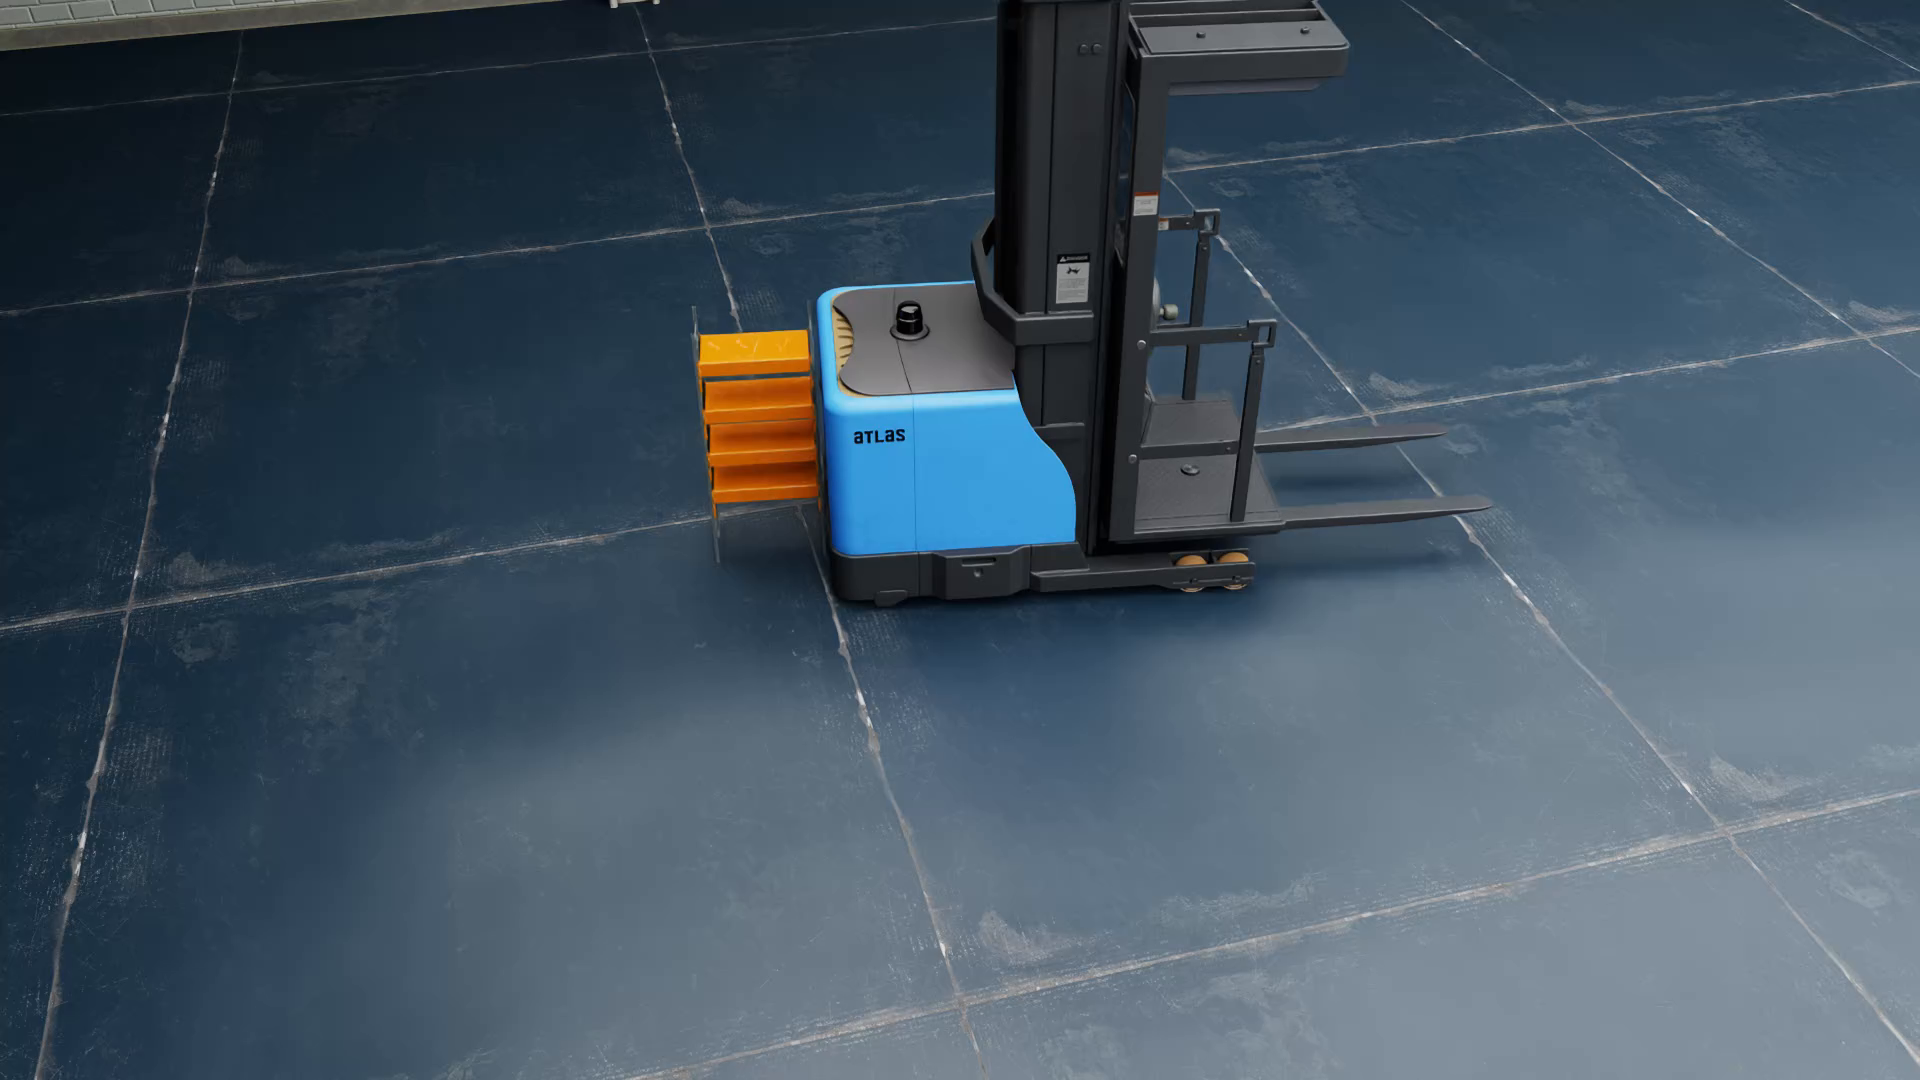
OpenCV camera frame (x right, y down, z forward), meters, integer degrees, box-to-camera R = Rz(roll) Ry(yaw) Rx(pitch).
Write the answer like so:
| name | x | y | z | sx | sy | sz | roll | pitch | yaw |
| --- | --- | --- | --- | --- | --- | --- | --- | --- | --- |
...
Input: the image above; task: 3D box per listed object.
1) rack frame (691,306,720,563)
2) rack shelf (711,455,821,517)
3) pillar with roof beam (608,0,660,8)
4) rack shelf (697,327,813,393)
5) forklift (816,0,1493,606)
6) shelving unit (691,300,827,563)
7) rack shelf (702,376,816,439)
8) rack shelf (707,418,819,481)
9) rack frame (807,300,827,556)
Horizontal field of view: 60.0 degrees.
| name | x | y | z | sx | sy | sz | roll | pitch | yaw |
| --- | --- | --- | --- | --- | --- | --- | --- | --- | --- |
| rack frame | -1.119 | -0.445 | 7.344 | 0.015 | 1.200 | 0.240 | -4 | 38 | -5 |
| rack shelf | -0.877 | -0.250 | 7.526 | 0.480 | 0.148 | 0.258 | -4 | 38 | -5 |
| pillar with roof beam | -1.527 | -5.434 | 7.448 | 0.400 | 9.000 | 9.100 | -9 | 38 | -12 |
| rack shelf | -0.877 | -0.773 | 7.126 | 0.480 | 0.148 | 0.258 | -4 | 38 | -5 |
| forklift | 0.896 | -1.248 | 6.969 | 3.031 | 2.935 | 1.130 | -4 | 38 | -5 |
| shelving unit | -0.877 | -0.461 | 7.365 | 0.503 | 1.200 | 0.258 | -4 | 38 | -5 |
| rack shelf | -0.877 | -0.585 | 7.270 | 0.480 | 0.148 | 0.258 | -4 | 38 | -5 |
| rack shelf | -0.877 | -0.407 | 7.406 | 0.480 | 0.148 | 0.258 | -4 | 38 | -5 |
| rack frame | -0.634 | -0.476 | 7.385 | 0.015 | 1.200 | 0.240 | -4 | 38 | -5 |
